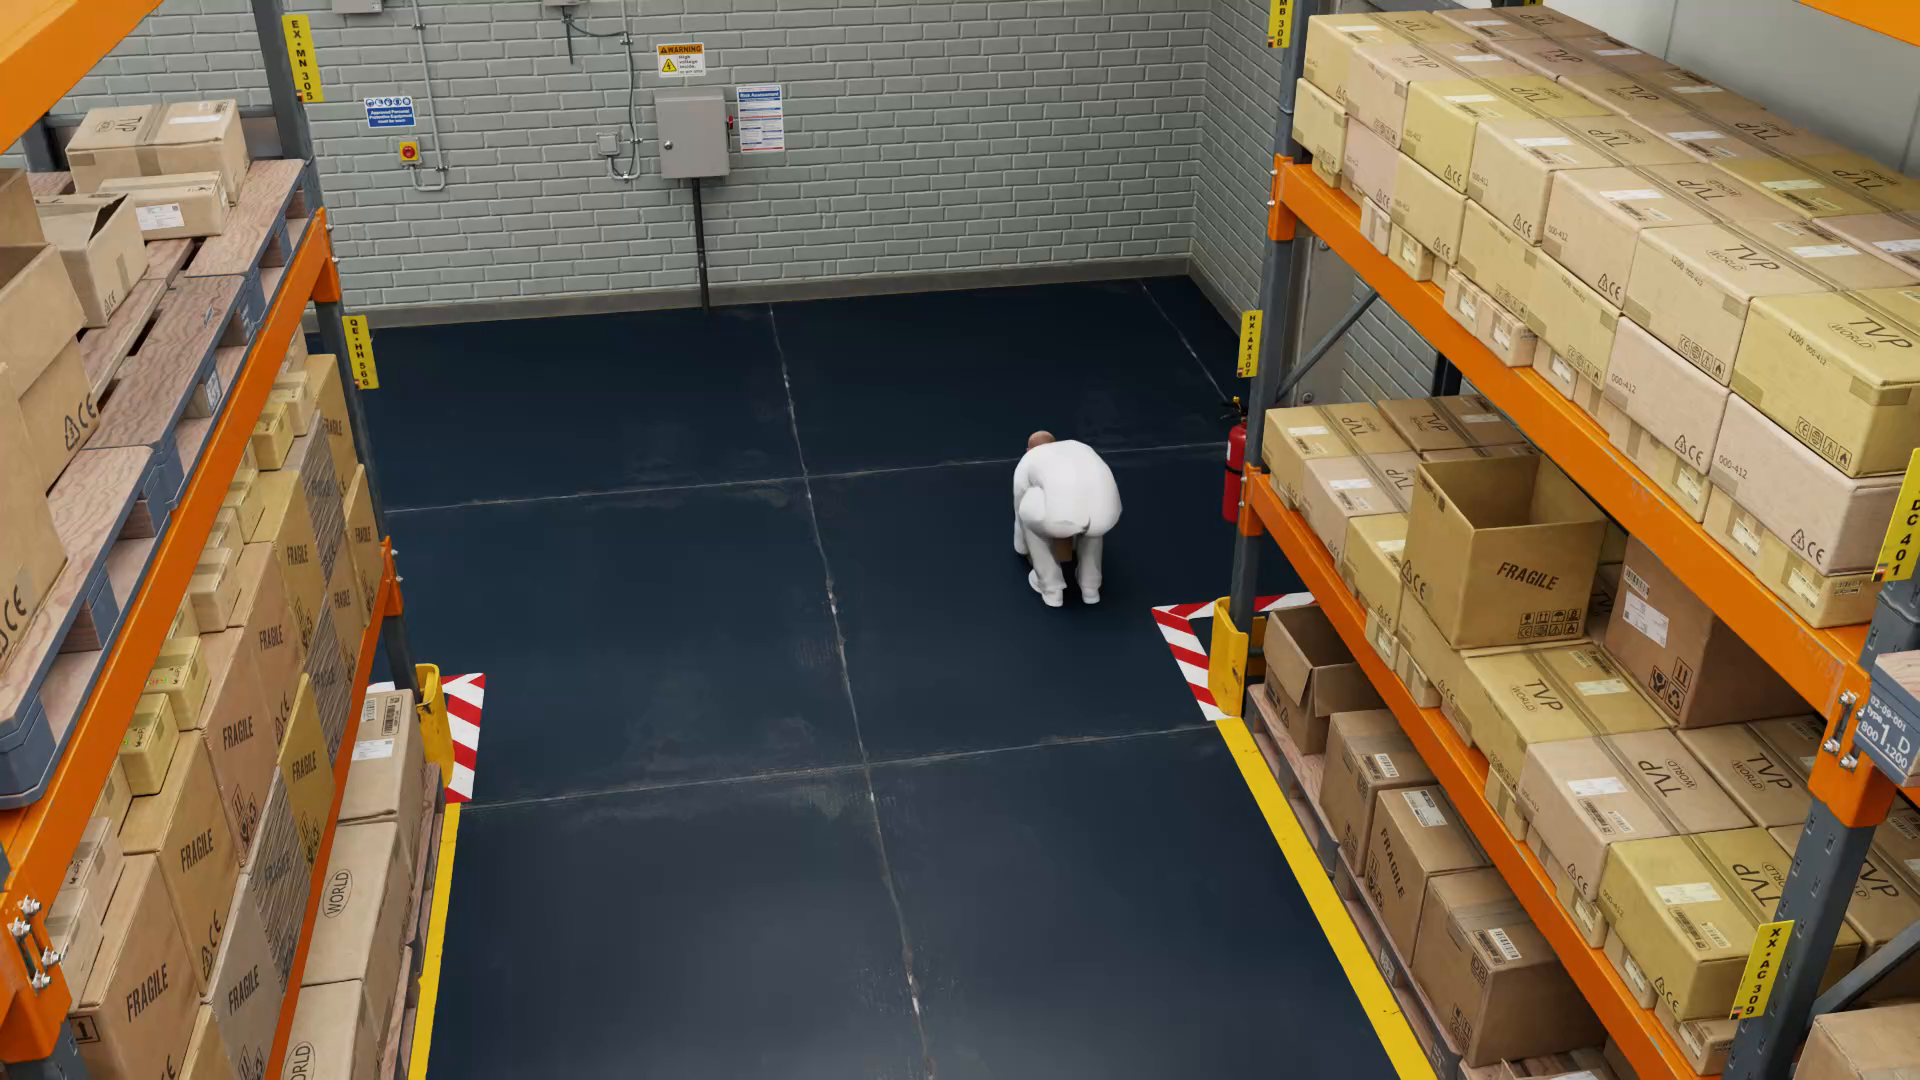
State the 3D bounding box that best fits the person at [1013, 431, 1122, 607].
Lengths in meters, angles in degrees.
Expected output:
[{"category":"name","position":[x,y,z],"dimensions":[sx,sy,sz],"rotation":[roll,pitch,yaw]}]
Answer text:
[{"category":"person","position":[0.580,-0.137,9.297],"dimensions":[0.582,0.900,0.951],"rotation":[-6,31,-11]}]
